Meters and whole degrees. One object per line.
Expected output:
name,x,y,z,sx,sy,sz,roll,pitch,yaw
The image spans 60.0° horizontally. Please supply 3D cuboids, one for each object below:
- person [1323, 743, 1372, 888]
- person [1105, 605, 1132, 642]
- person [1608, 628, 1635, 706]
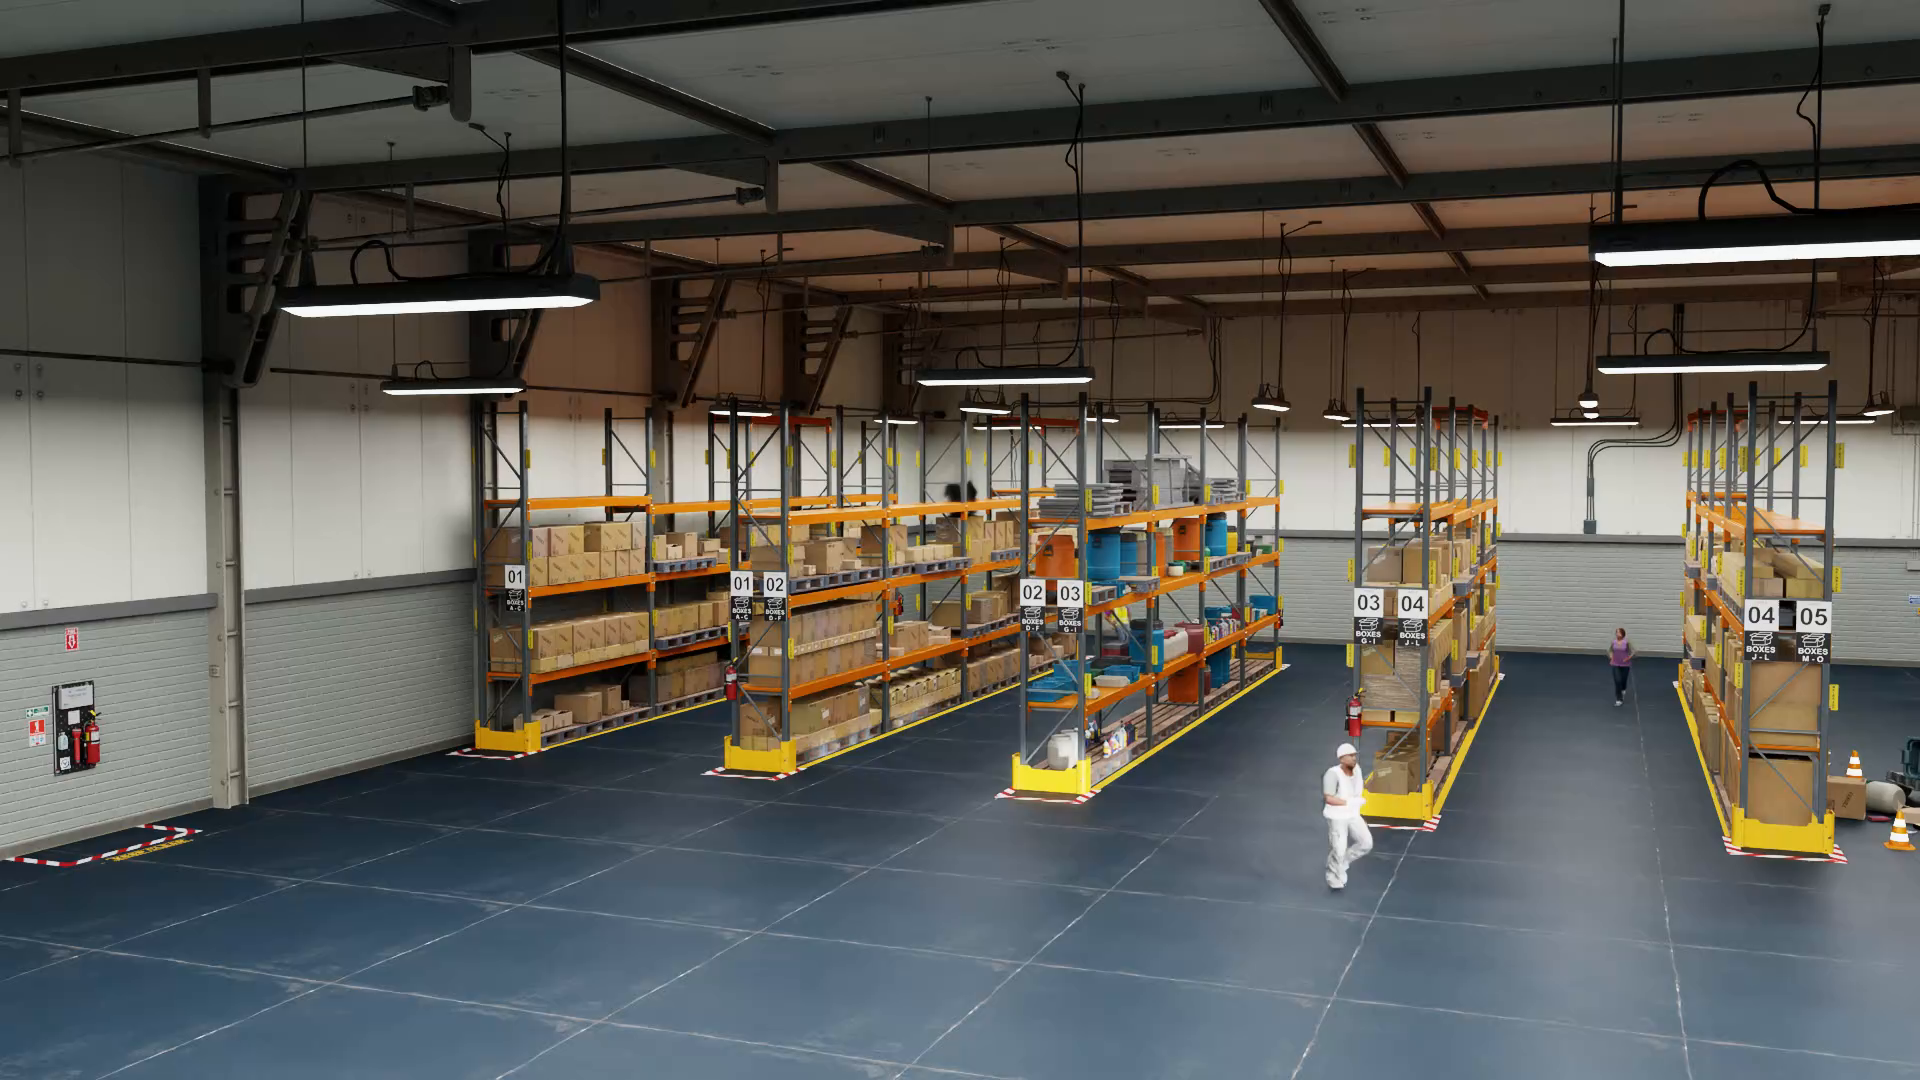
person,4.466,3.187,19.129,0.726,1.721,0.728,-2,3,-31
person,4.009,2.137,41.597,0.757,1.722,0.622,-1,3,-28
person,13.487,2.582,33.914,0.534,1.576,0.683,2,3,33
